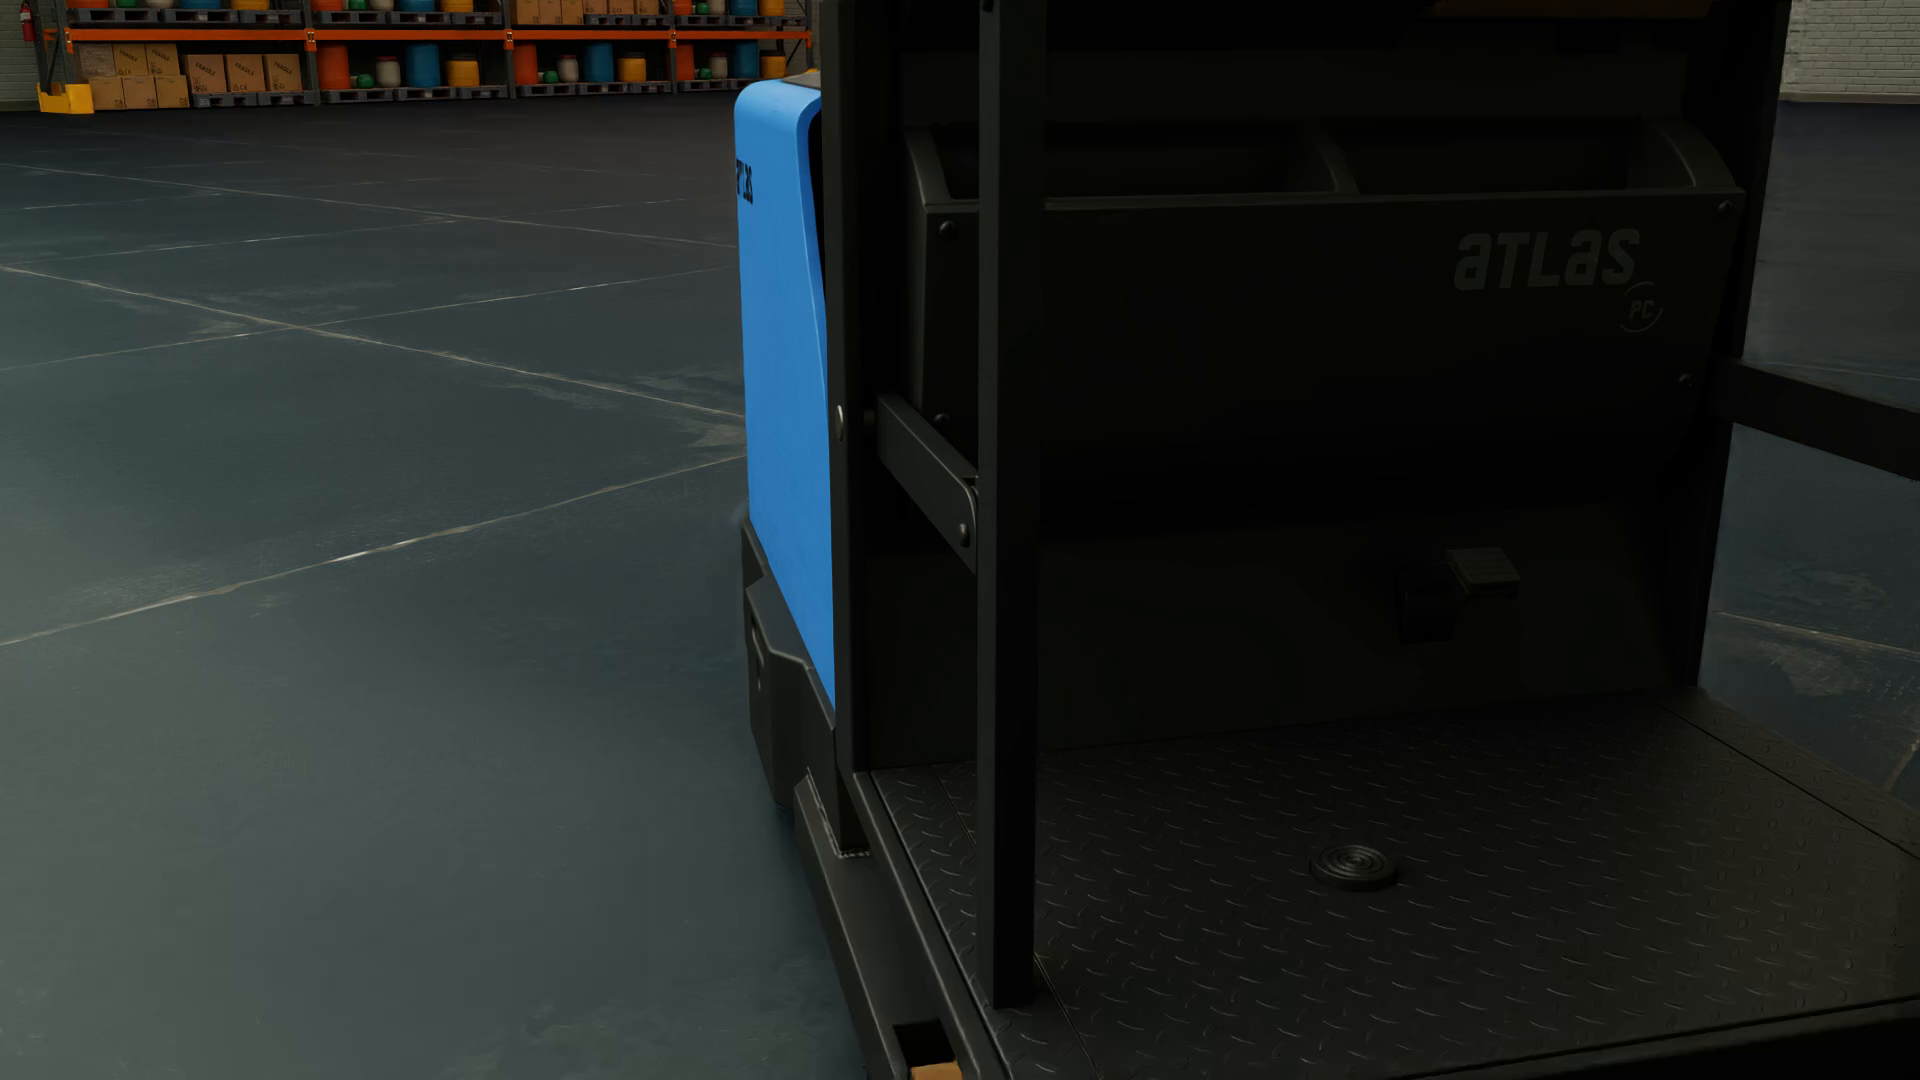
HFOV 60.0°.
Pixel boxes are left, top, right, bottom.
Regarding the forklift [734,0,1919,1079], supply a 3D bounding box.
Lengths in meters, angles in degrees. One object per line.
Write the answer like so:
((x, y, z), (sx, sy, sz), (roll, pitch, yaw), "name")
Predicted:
((0.453, -0.779, 1.464), (1.130, 2.935, 3.031), (-4, 17, -13), "forklift")
